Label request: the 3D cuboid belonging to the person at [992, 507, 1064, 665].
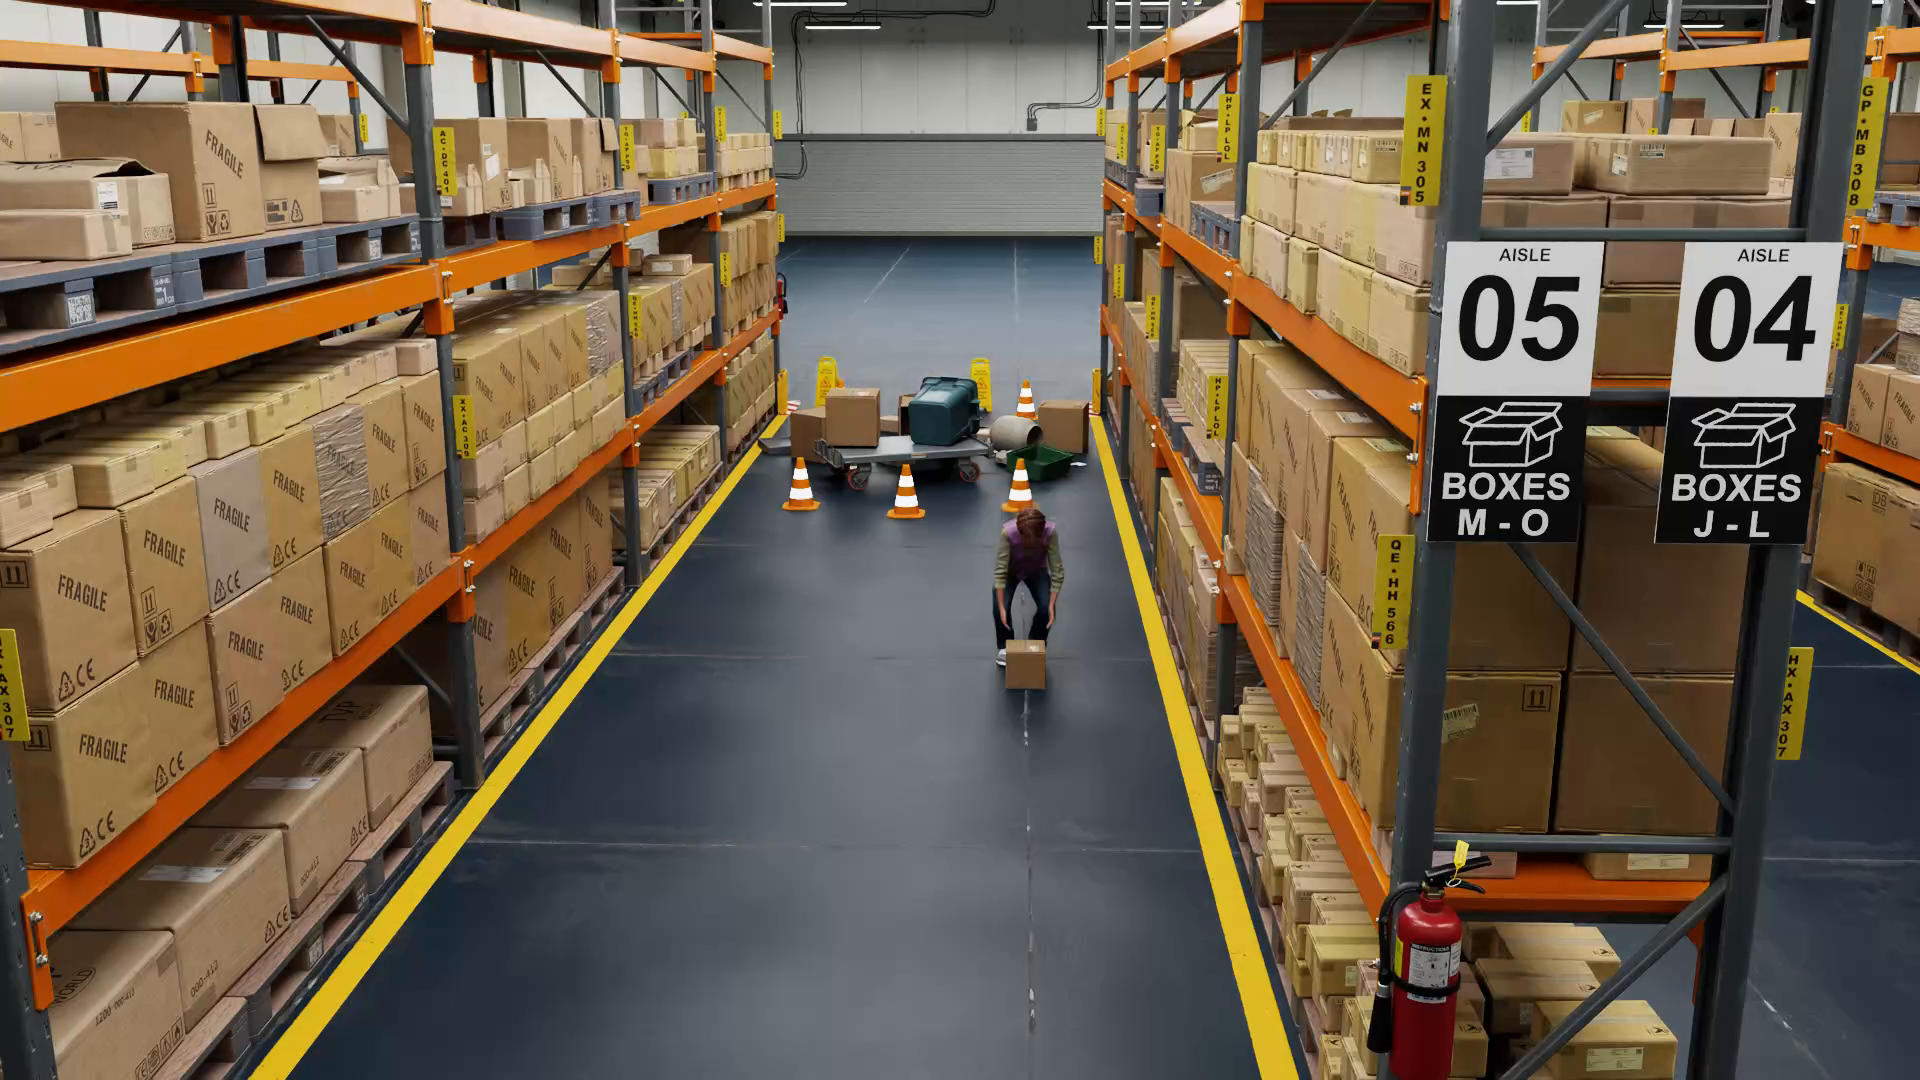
[{"bbox_3d":[0.443,0.279,10.880,0.464,1.130,0.736,0,14,1],"label":"person"}]
